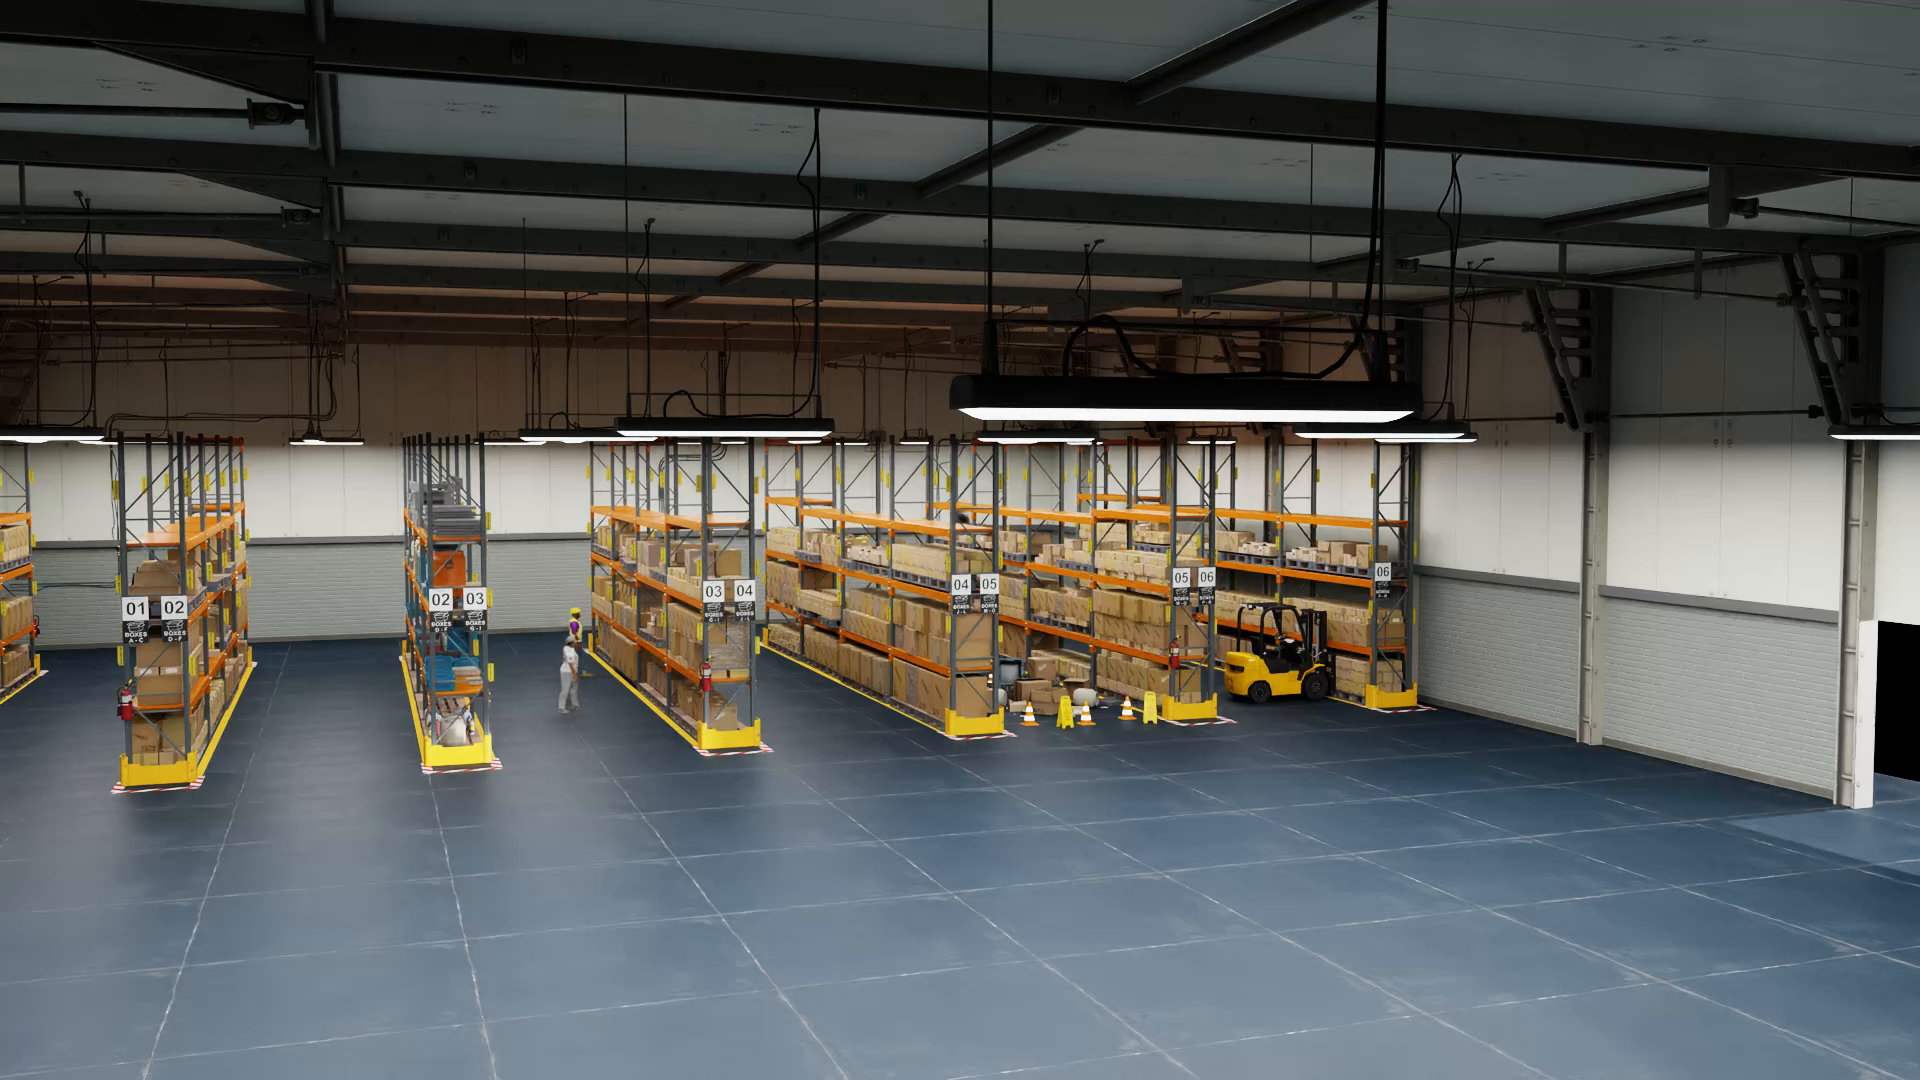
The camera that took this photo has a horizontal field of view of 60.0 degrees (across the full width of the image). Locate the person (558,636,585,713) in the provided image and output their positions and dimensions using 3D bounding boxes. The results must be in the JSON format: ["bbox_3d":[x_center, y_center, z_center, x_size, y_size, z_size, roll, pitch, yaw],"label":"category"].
[{"bbox_3d":[-8.444,2.912,36.037,0.518,1.693,0.678,0,3,-6],"label":"person"}]

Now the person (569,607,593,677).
[{"bbox_3d":[-9.478,2.556,41.352,0.582,1.760,0.613,0,3,6],"label":"person"}]
